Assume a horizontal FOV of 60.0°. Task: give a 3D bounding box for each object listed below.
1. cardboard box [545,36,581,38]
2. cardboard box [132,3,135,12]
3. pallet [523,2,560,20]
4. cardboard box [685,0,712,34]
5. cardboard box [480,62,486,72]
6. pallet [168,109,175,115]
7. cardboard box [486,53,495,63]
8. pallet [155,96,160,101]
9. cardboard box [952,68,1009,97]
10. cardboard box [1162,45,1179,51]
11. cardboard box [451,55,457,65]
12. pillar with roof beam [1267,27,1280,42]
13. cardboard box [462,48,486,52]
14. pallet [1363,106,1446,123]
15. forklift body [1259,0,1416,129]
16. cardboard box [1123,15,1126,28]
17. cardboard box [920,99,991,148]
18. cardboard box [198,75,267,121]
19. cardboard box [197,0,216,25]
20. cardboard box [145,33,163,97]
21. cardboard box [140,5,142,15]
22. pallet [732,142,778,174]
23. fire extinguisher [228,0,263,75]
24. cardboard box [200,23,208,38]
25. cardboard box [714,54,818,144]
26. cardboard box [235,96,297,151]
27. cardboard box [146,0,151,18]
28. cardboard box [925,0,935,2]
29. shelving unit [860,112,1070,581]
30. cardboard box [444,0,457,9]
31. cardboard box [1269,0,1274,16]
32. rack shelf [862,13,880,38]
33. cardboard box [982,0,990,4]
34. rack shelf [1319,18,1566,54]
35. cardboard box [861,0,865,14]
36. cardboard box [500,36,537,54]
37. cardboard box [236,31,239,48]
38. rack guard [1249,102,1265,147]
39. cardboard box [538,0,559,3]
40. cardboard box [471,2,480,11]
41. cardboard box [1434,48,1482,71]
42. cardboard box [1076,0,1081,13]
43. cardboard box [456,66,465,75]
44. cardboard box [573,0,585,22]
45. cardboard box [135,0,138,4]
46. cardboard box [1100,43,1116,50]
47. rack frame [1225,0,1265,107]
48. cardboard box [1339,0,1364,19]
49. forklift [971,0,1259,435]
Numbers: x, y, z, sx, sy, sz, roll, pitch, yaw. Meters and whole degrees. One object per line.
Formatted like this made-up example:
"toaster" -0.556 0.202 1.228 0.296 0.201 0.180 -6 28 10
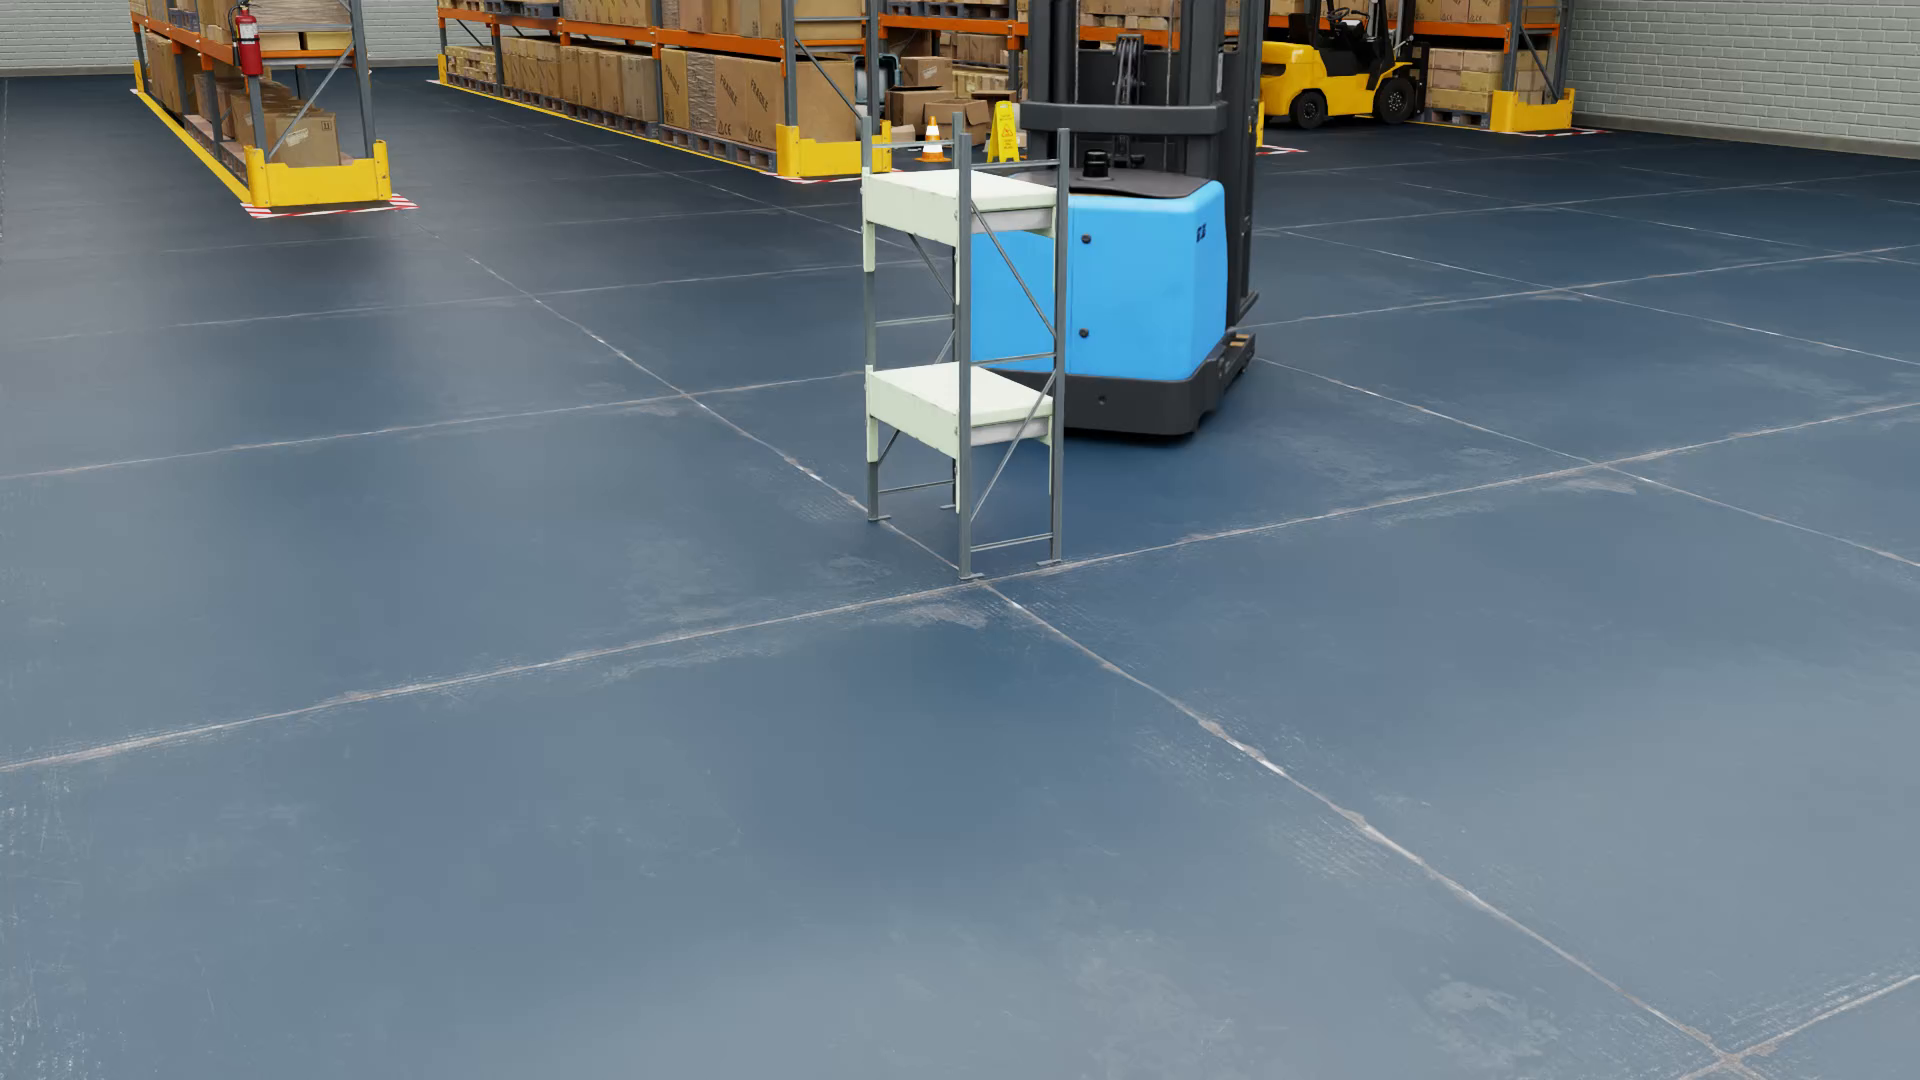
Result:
"cardboard box" -6.180 -7.678 25.823 0.500 0.250 0.500 -9 21 -24
"cardboard box" -13.053 -8.547 26.686 0.380 0.149 0.250 -10 22 -27
"pallet" -5.521 -7.580 23.794 1.213 0.211 1.003 -10 21 -27
"cardboard box" -2.570 -5.974 18.615 0.875 0.550 0.550 -10 21 -27
"cardboard box" -7.700 -7.814 27.448 0.380 0.149 0.250 -11 22 -29
"pallet" -10.969 -6.364 24.250 1.003 0.211 1.213 -10 21 -27
"cardboard box" -7.543 -7.892 27.219 0.380 0.149 0.250 -10 21 -26
"pallet" -12.277 -7.155 26.542 1.003 0.211 1.213 -10 21 -27
"cardboard box" 0.191 -6.642 24.166 0.950 0.372 0.625 -9 21 -25
"cardboard box" 3.870 -7.943 27.549 0.875 0.625 0.625 -9 21 -25
"cardboard box" -8.785 -8.493 29.417 0.380 0.149 0.250 -10 21 -27
"pillar with roof beam" 1.209 -10.983 24.164 9.100 9.000 0.400 -10 21 -27
"cardboard box" -8.381 -8.416 28.738 0.380 0.149 0.250 -9 21 -25
"pallet" 6.409 -5.997 23.186 1.003 0.211 1.213 -10 21 -27
"forklift body" 4.879 -6.612 21.997 2.313 2.155 1.214 -10 21 -27
"cardboard box" 2.184 -6.234 19.985 0.380 0.149 0.250 -10 21 -26
"cardboard box" -0.044 -4.914 19.601 0.637 0.503 0.797 7 20 20
"cardboard box" -8.892 -5.423 20.407 0.700 0.500 0.500 -12 22 -31
"cardboard box" -7.237 -5.495 16.849 0.875 0.500 0.500 -10 21 -27
"cardboard box" -11.080 -6.905 24.158 1.225 0.875 0.875 -10 21 -26
"cardboard box" -12.201 -8.031 25.192 0.380 0.149 0.250 -10 21 -26
"pallet" -1.739 -4.085 17.647 1.003 0.211 1.213 -10 21 -27
"fire extinguisher" -6.055 -4.306 14.131 0.296 0.674 0.183 -10 21 -27
"cardboard box" -7.658 -5.294 17.261 0.380 0.149 0.250 -10 21 -27
"cardboard box" -2.090 -4.817 18.106 0.875 0.875 0.875 -10 22 -28
"cardboard box" -7.170 -4.328 17.263 0.500 0.500 0.500 -3 19 -9
"cardboard box" -11.403 -7.768 23.892 0.500 0.500 0.500 -10 21 -26
"cardboard box" -0.301 -7.925 24.240 0.380 0.149 0.250 -9 21 -23
"shelving unit" 0.003 -0.707 5.881 0.431 1.500 0.755 -10 21 -27
"cardboard box" -8.785 -9.365 29.057 0.380 0.149 0.250 -11 22 -28
"cardboard box" 4.772 -8.077 25.170 0.500 0.250 0.500 -10 21 -27
"rack shelf" -1.731 -8.513 27.305 1.077 0.370 4.000 -10 21 -27
"cardboard box" 0.522 -7.393 22.700 0.380 0.149 0.250 -11 22 -28
"rack shelf" 6.435 -6.986 22.881 1.077 0.370 4.000 -10 21 -27
"cardboard box" -1.250 -8.313 25.853 0.500 0.250 0.500 -11 22 -29
"cardboard box" -6.870 -7.749 26.029 0.500 0.250 0.500 -11 22 -29
"cardboard box" -6.303 -4.514 14.999 0.380 0.149 0.250 -10 21 -27
"rack guard" 2.982 -4.822 19.340 1.175 0.500 0.348 -10 21 -27
"cardboard box" -5.728 -7.633 23.394 0.380 0.149 0.250 -10 21 -26
"cardboard box" -7.879 -8.852 27.572 0.380 0.149 0.250 -11 22 -29
"cardboard box" 6.644 -6.353 21.982 0.500 0.250 0.500 -10 21 -26
"cardboard box" 1.568 -6.862 20.810 0.500 0.500 0.500 -10 21 -27
"cardboard box" -8.576 -8.207 29.044 0.380 0.149 0.250 -10 21 -26
"cardboard box" -4.870 -7.214 22.285 0.500 0.500 0.500 -10 22 -27
"cardboard box" -12.570 -8.488 25.905 0.500 0.250 0.500 -10 22 -28
"cardboard box" 1.934 -5.975 20.276 0.380 0.149 0.250 -9 21 -24
"rack frame" 3.018 -5.982 18.869 1.000 3.000 0.127 -10 21 -27
"cardboard box" 5.728 -7.633 23.499 0.500 0.500 0.500 -10 21 -26
"forklift" 0.938 -2.285 8.261 1.130 2.935 3.031 6 20 17
